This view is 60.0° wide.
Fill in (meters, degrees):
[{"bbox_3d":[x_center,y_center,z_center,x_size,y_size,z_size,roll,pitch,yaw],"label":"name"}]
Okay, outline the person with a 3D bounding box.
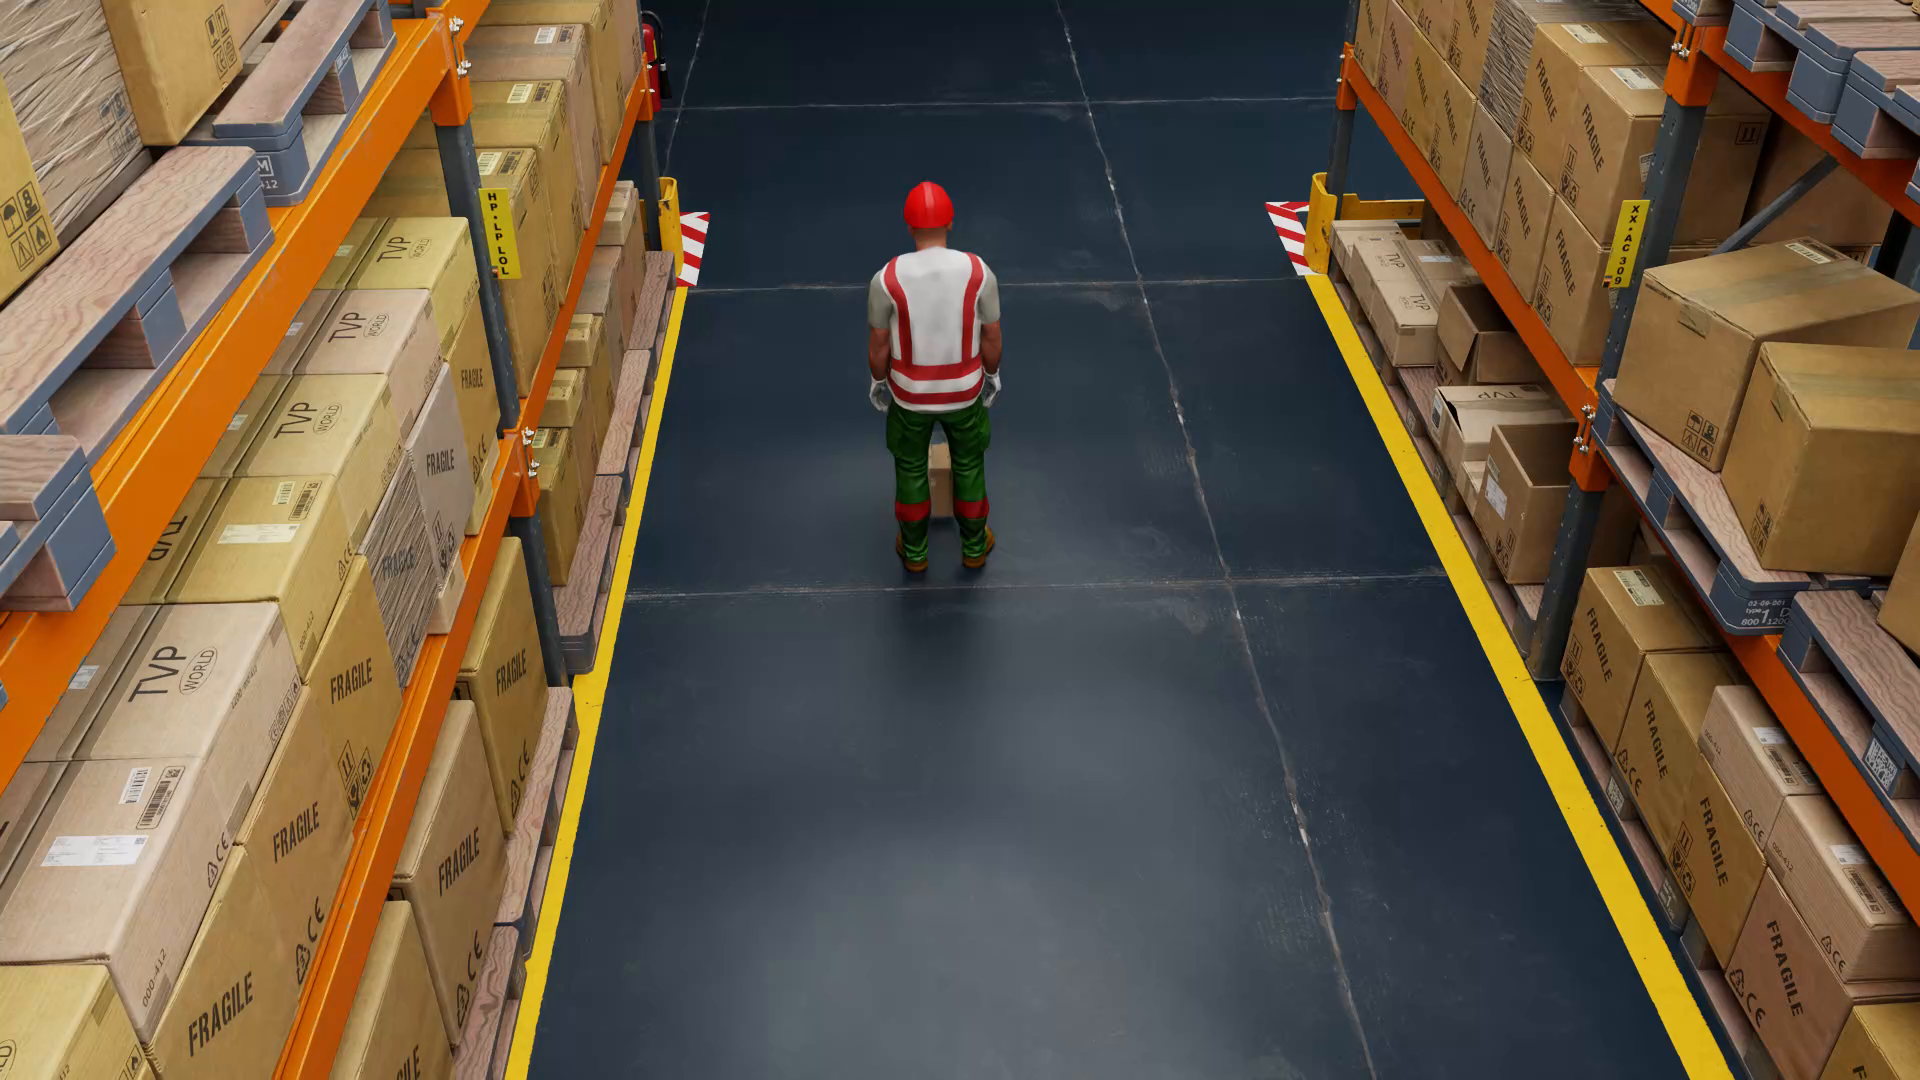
[{"bbox_3d":[-0.102,-0.652,7.064,0.568,1.781,0.435,-3,35,-4],"label":"person"}]
